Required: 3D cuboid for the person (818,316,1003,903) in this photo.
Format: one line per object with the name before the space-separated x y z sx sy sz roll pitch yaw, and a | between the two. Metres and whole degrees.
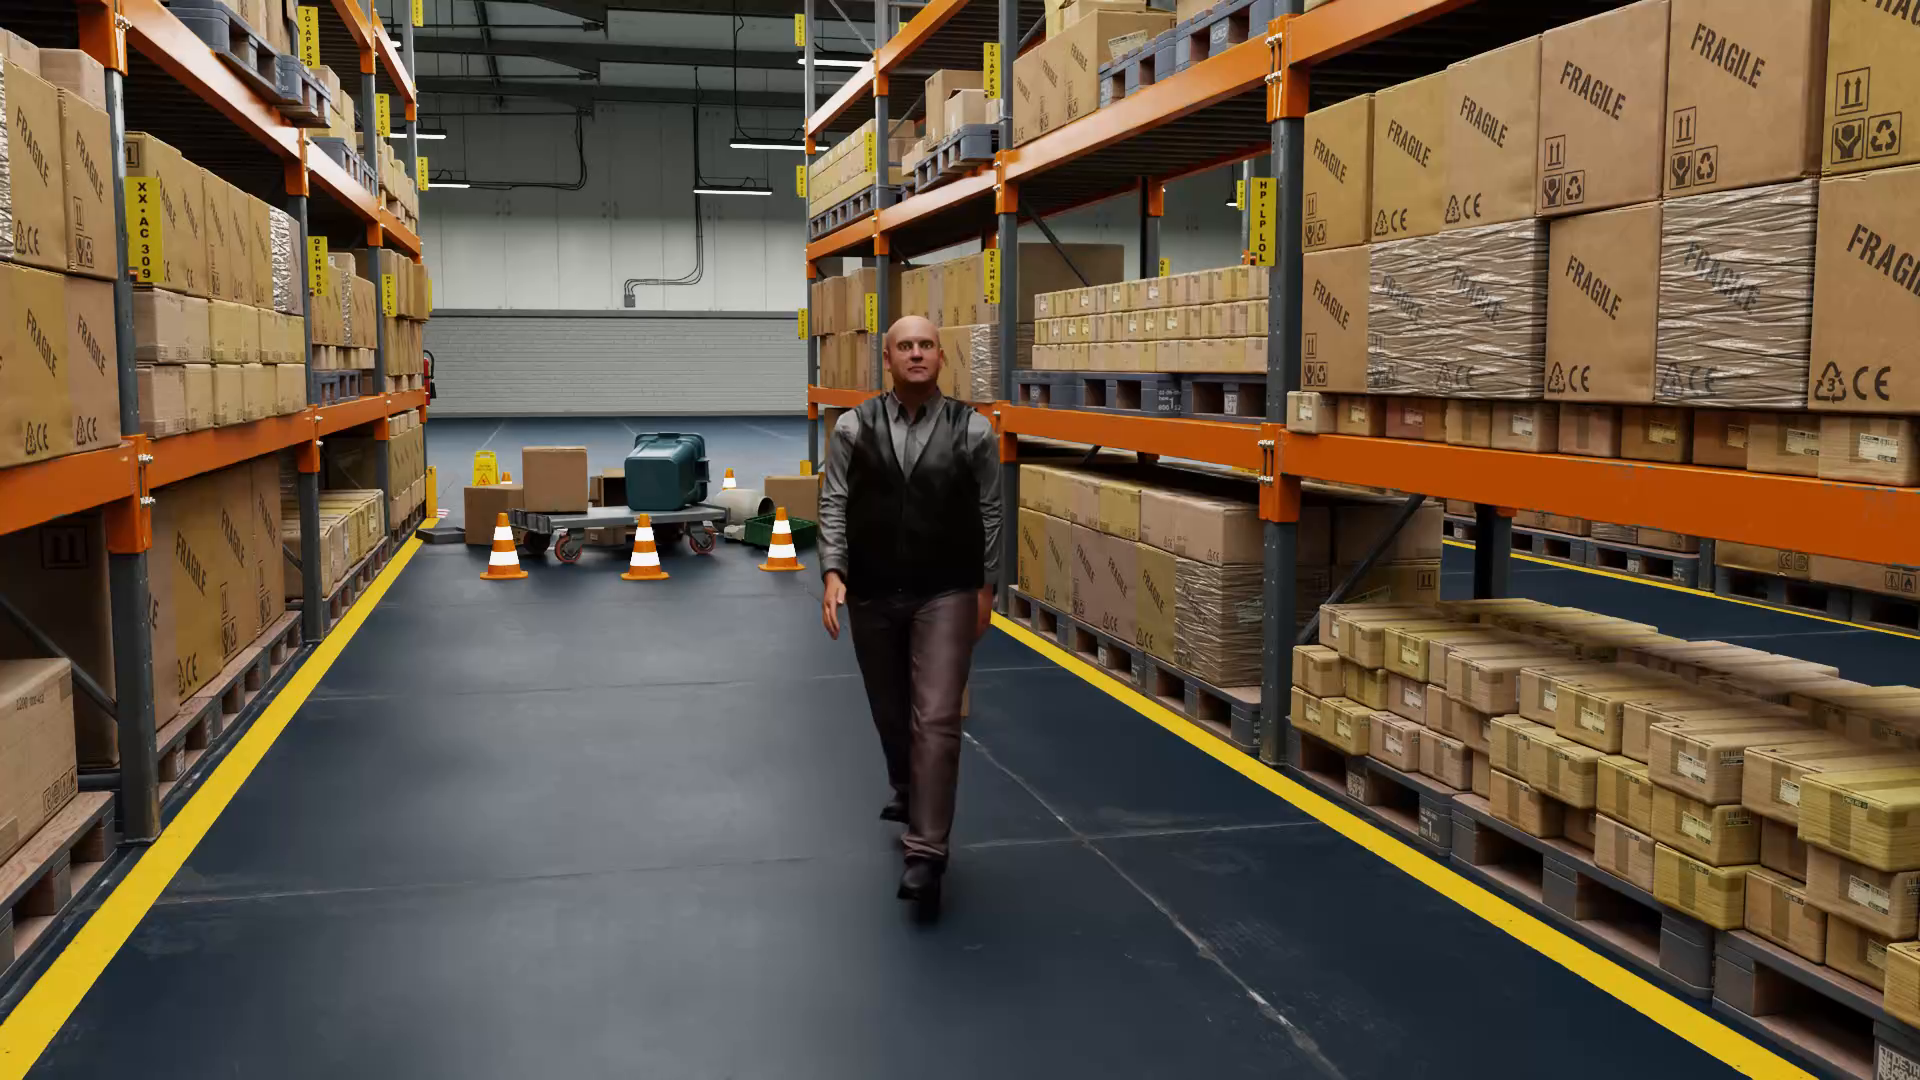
person | -0.157 0.165 5.019 0.544 1.673 1.051 1 6 8
